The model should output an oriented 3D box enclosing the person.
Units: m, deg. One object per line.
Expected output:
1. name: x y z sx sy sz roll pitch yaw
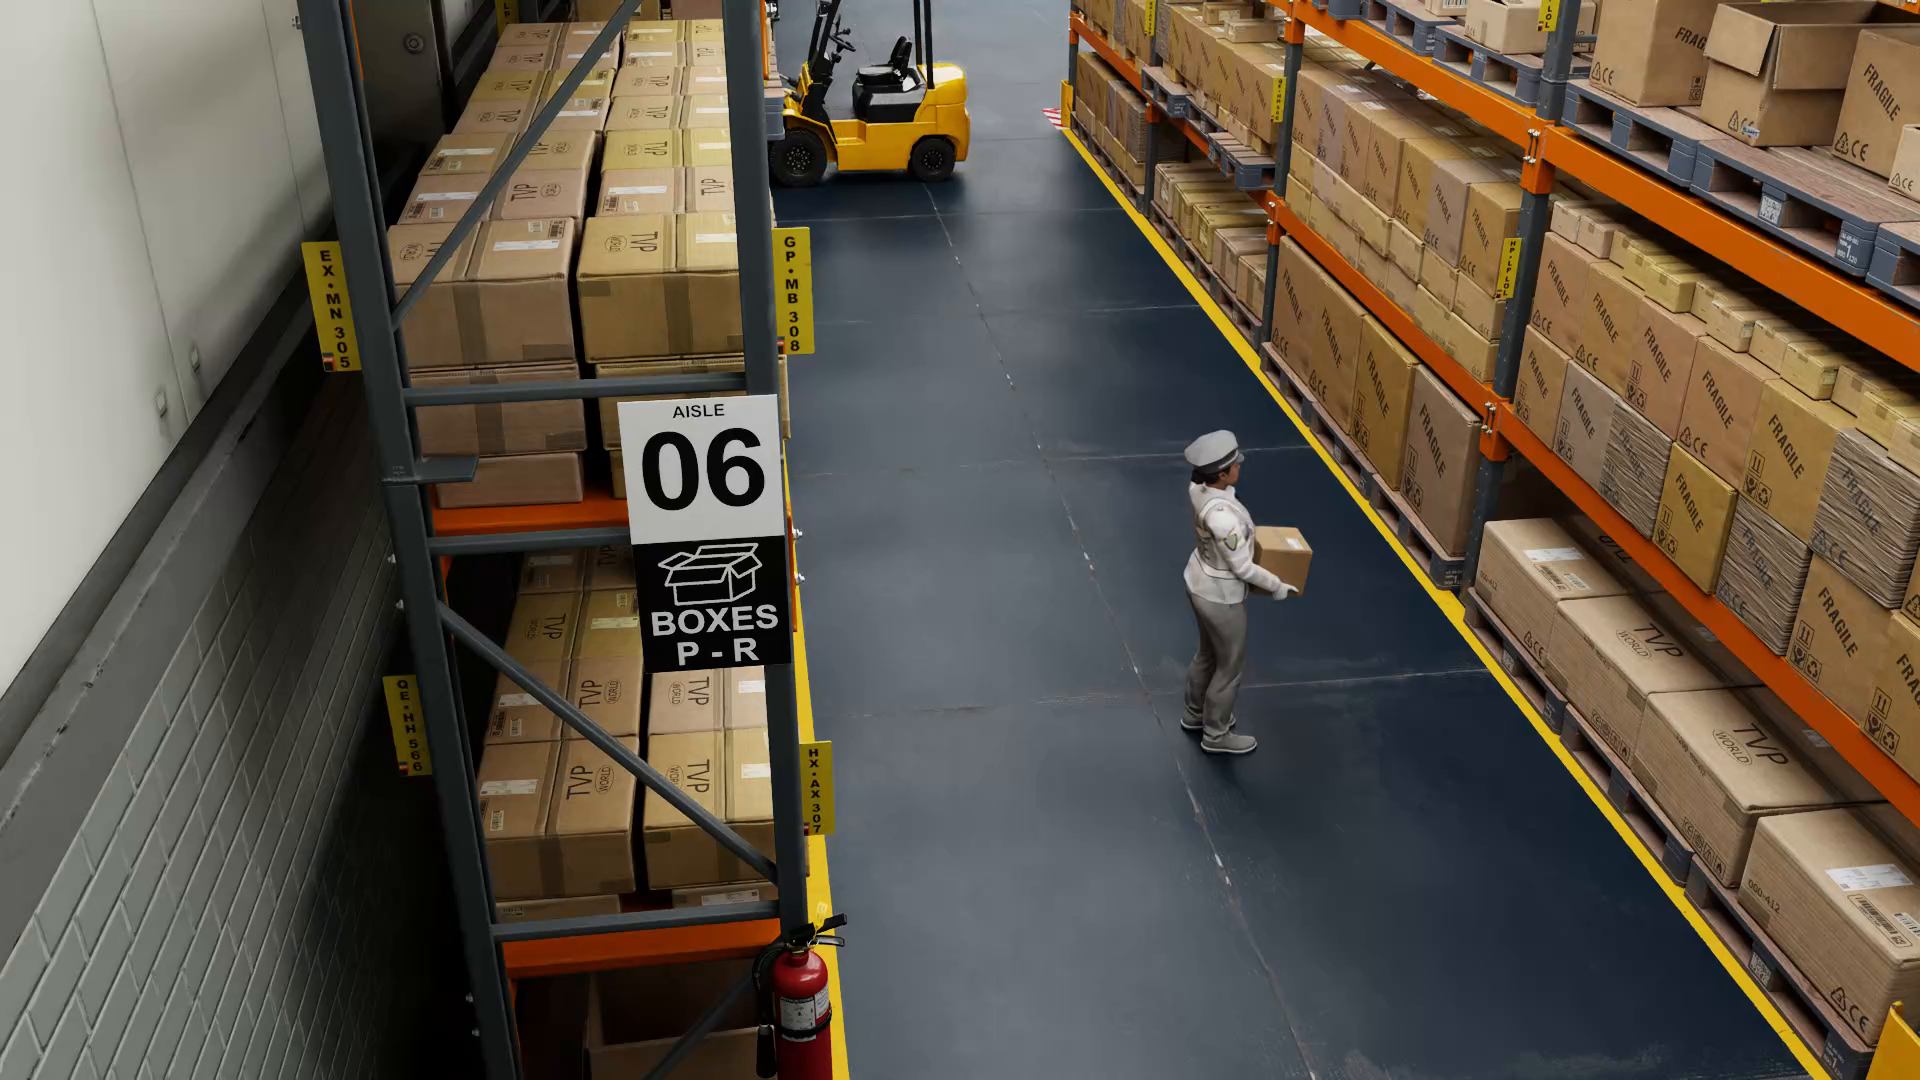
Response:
1. person: 1.270 0.260 8.092 0.433 1.687 0.355 -3 27 -6
